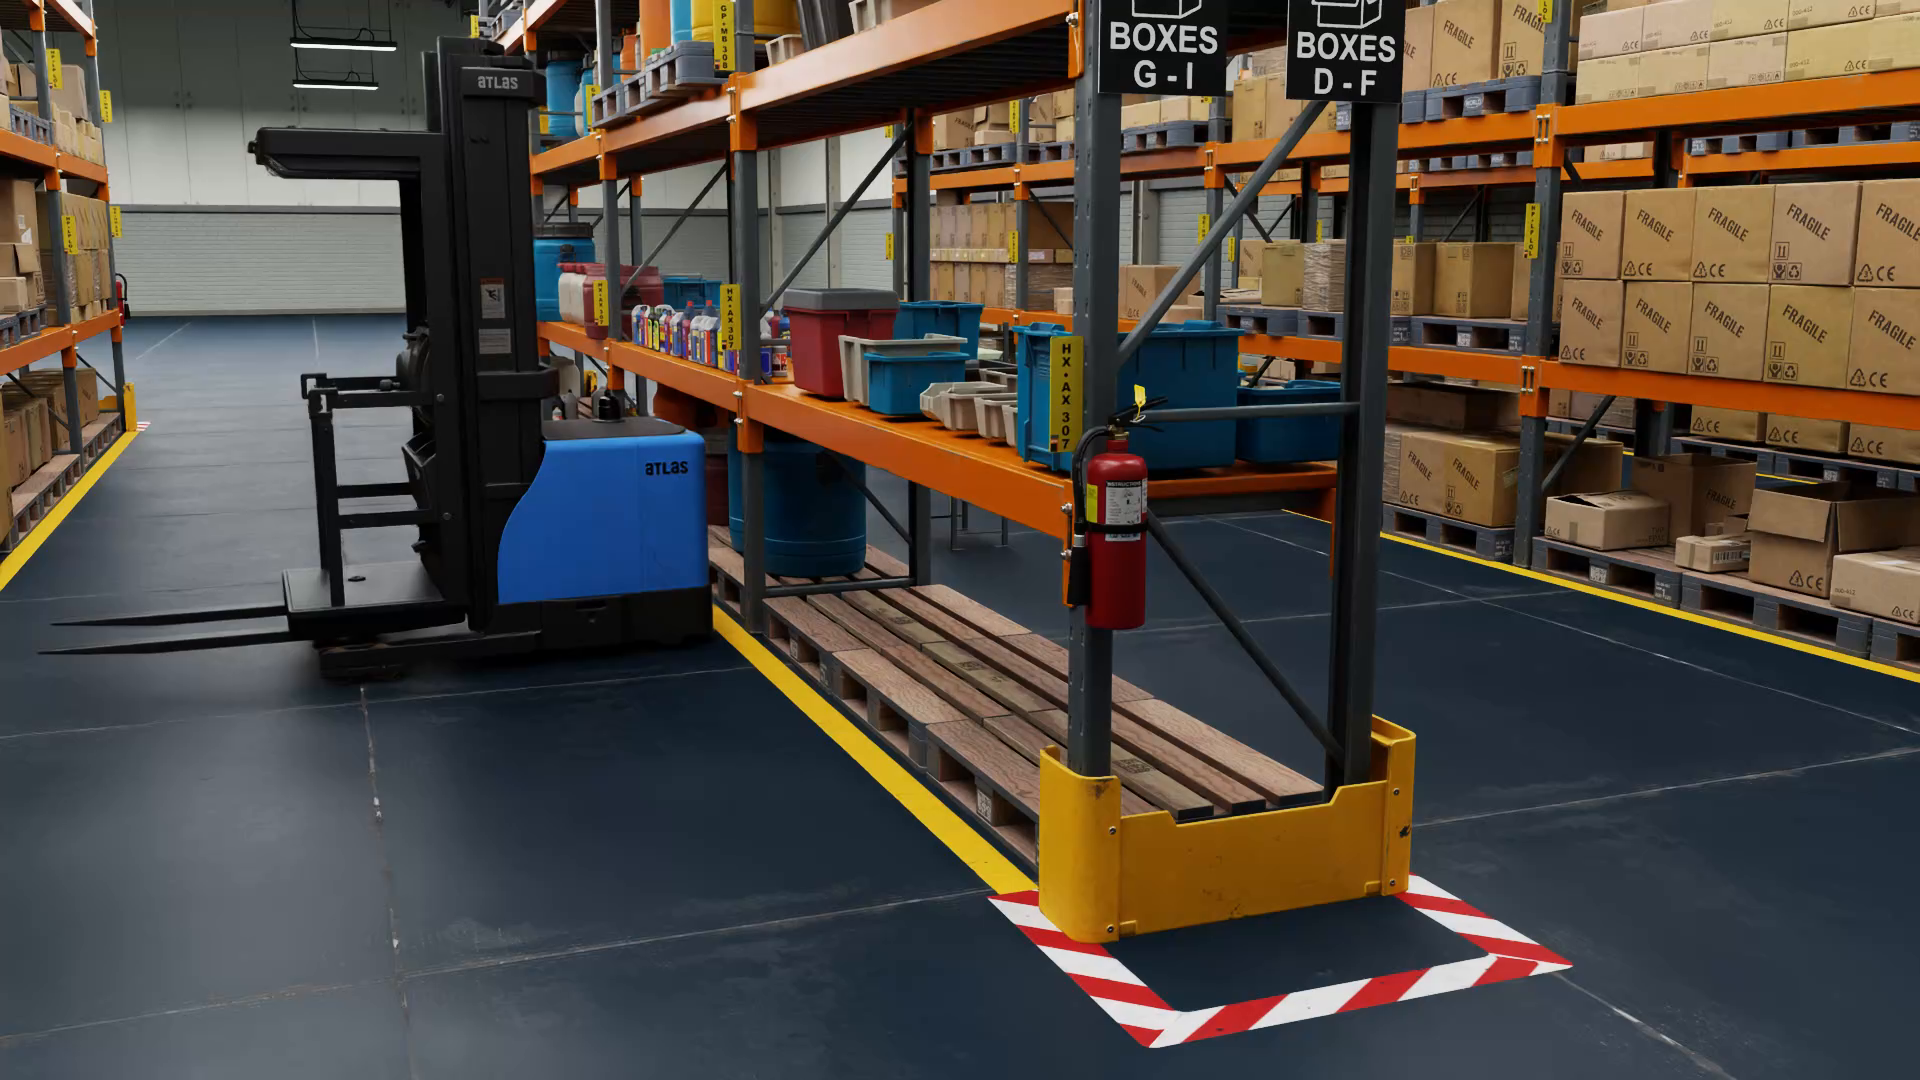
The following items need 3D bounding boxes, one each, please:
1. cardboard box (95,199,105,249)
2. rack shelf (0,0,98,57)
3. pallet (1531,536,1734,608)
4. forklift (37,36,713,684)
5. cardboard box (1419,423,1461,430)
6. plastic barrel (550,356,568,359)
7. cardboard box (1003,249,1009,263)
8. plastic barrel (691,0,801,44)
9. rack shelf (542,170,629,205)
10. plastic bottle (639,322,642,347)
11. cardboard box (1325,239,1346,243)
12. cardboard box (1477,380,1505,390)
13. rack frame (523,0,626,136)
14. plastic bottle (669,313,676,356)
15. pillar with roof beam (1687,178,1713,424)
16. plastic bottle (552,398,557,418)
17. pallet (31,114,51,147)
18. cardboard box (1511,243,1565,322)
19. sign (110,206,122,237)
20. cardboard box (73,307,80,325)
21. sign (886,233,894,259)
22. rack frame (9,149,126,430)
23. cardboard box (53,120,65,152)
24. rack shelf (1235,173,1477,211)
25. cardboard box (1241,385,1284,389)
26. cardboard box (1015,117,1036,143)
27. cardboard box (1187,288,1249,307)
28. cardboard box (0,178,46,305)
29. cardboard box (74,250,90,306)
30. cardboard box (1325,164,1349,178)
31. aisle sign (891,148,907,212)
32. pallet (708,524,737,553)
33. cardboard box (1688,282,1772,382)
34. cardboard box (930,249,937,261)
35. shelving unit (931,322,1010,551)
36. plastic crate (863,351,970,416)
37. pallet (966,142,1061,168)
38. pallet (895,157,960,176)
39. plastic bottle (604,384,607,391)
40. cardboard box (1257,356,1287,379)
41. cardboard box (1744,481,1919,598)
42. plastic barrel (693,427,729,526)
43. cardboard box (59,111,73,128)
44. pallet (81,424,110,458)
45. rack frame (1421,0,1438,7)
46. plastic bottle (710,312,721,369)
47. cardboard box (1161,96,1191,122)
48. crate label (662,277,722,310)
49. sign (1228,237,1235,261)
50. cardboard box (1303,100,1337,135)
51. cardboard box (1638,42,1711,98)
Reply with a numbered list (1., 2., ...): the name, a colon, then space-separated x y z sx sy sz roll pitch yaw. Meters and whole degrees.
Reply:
1. cardboard box: -8.990 -3.198 16.846 0.500 0.500 0.500 -4 11 -21
2. rack shelf: -8.882 -4.937 15.545 1.077 0.370 4.000 -4 11 -21
3. pallet: 4.224 0.150 9.975 1.003 0.211 1.213 -4 11 -21
4. forklift: -2.817 -0.883 8.016 3.031 2.935 1.130 -4 11 -23
5. cardboard box: 3.650 -0.584 12.019 0.500 0.500 0.500 -4 11 -20
6. plastic barrel: -4.680 -1.860 19.214 0.421 0.512 0.421 0 10 0
7. cardboard box: 0.691 -3.081 18.038 0.380 0.149 0.250 -4 11 -22
8. plastic barrel: -1.162 -2.934 9.047 0.600 0.588 0.600 0 10 0
9. rack shelf: -4.265 -3.776 17.574 1.077 0.370 4.000 -4 11 -21
10. plastic bottle: -2.184 -1.449 11.568 0.097 0.201 0.097 0 10 0
11. cardboard box: 4.875 -3.483 20.664 0.500 0.500 0.500 -4 11 -23
12. cardboard box: 6.209 -1.742 18.528 0.700 0.500 0.500 -4 11 -22
13. rack frame: -3.541 -5.281 15.413 1.000 3.000 0.127 -4 11 -21
14. plastic bottle: -1.801 -1.311 10.591 0.097 0.271 0.097 0 10 0
15. pillar with roof beam: 3.465 -5.251 15.243 9.100 9.000 0.400 -4 11 -21
16. plastic bottle: -4.023 -1.264 16.462 0.061 0.283 0.133 -3 11 -18
17. pallet: -8.033 -3.290 13.321 1.213 0.211 1.003 -4 11 -21
18. cardboard box: 4.013 -1.683 10.830 0.700 0.500 0.500 -9 13 -40
19. sign: -9.082 -3.423 17.893 0.100 0.325 0.005 -4 11 -21
20. cardboard box: -8.033 -1.985 14.732 0.380 0.149 0.250 -4 11 -21
21. sign: -0.892 -3.725 21.098 0.100 0.325 0.005 -4 11 -21
22. rack frame: -9.607 -2.666 17.842 1.000 3.000 0.127 -4 11 -21
23. cardboard box: -8.081 -3.506 14.426 0.500 0.250 0.500 -4 11 -23
24. rack shelf: 4.968 -4.405 21.109 1.077 0.370 4.000 -4 11 -21
25. cardboard box: 2.611 -1.221 14.772 0.500 0.311 0.500 -4 11 -19
26. cardboard box: 0.945 -4.537 18.450 0.500 0.311 0.500 -5 11 -24
27. cardboard box: 2.383 -2.103 14.930 0.500 0.311 0.500 -4 11 -22
28. cardboard box: -8.000 -2.377 13.303 1.000 1.000 1.000 -4 11 -21
29. cardboard box: -8.411 -2.370 15.043 0.875 0.500 0.500 -4 11 -21
30. cardboard box: 4.872 -4.730 20.539 0.500 0.500 0.500 -4 11 -23
31. aisle sign: -0.681 -4.565 21.096 0.394 0.787 0.004 -4 11 -21
32. pallet: -1.328 0.023 10.686 1.003 0.211 1.213 -4 11 -21
33. cardboard box: 4.275 -1.119 8.859 0.500 0.500 0.500 -4 11 -21
34. cardboard box: -0.154 -3.460 20.168 0.380 0.149 0.250 -4 11 -22
35. shelving unit: -0.002 -0.739 11.295 0.431 1.500 0.755 -4 11 -21
36. plastic crate: -0.175 -0.635 6.730 0.416 0.233 0.300 -4 11 -21
37. pallet: 0.744 -4.212 18.221 1.003 0.211 1.213 -4 11 -21
38. pallet: -0.140 -4.610 20.460 1.003 0.211 1.213 -4 11 -21
39. plastic bottle: -3.736 -1.528 17.755 0.144 0.351 0.185 -3 11 -19
40. cardboard box: 4.410 -2.383 22.674 0.500 0.311 0.500 -5 11 -27
41. cardboard box: 4.662 -0.016 8.819 0.797 0.503 0.637 -4 11 -21
42. plastic barrel: -1.489 -0.431 10.963 0.600 0.588 0.708 -4 11 -21
43. cardboard box: -8.370 -3.856 15.257 0.380 0.149 0.250 -4 11 -22
44. pallet: -8.879 -0.947 16.141 1.003 0.211 1.213 -4 11 -21
45. rack frame: 5.693 -5.910 18.948 1.000 3.000 0.127 -4 11 -21
46. plastic bottle: -1.347 -1.157 9.498 0.144 0.351 0.185 -4 11 -21
47. cardboard box: 2.103 -3.753 14.616 0.500 0.250 0.500 -4 11 -19
48. crate label: -2.199 -1.871 13.273 0.502 0.435 0.616 -4 11 -21
49. sign: 3.738 -4.001 22.874 0.100 0.325 0.005 -4 11 -21
50. cardboard box: 3.090 -3.277 12.427 0.910 0.500 0.500 -4 11 -21
51. cardboard box: 4.099 -2.561 9.117 0.500 0.250 0.500 -4 11 -21
